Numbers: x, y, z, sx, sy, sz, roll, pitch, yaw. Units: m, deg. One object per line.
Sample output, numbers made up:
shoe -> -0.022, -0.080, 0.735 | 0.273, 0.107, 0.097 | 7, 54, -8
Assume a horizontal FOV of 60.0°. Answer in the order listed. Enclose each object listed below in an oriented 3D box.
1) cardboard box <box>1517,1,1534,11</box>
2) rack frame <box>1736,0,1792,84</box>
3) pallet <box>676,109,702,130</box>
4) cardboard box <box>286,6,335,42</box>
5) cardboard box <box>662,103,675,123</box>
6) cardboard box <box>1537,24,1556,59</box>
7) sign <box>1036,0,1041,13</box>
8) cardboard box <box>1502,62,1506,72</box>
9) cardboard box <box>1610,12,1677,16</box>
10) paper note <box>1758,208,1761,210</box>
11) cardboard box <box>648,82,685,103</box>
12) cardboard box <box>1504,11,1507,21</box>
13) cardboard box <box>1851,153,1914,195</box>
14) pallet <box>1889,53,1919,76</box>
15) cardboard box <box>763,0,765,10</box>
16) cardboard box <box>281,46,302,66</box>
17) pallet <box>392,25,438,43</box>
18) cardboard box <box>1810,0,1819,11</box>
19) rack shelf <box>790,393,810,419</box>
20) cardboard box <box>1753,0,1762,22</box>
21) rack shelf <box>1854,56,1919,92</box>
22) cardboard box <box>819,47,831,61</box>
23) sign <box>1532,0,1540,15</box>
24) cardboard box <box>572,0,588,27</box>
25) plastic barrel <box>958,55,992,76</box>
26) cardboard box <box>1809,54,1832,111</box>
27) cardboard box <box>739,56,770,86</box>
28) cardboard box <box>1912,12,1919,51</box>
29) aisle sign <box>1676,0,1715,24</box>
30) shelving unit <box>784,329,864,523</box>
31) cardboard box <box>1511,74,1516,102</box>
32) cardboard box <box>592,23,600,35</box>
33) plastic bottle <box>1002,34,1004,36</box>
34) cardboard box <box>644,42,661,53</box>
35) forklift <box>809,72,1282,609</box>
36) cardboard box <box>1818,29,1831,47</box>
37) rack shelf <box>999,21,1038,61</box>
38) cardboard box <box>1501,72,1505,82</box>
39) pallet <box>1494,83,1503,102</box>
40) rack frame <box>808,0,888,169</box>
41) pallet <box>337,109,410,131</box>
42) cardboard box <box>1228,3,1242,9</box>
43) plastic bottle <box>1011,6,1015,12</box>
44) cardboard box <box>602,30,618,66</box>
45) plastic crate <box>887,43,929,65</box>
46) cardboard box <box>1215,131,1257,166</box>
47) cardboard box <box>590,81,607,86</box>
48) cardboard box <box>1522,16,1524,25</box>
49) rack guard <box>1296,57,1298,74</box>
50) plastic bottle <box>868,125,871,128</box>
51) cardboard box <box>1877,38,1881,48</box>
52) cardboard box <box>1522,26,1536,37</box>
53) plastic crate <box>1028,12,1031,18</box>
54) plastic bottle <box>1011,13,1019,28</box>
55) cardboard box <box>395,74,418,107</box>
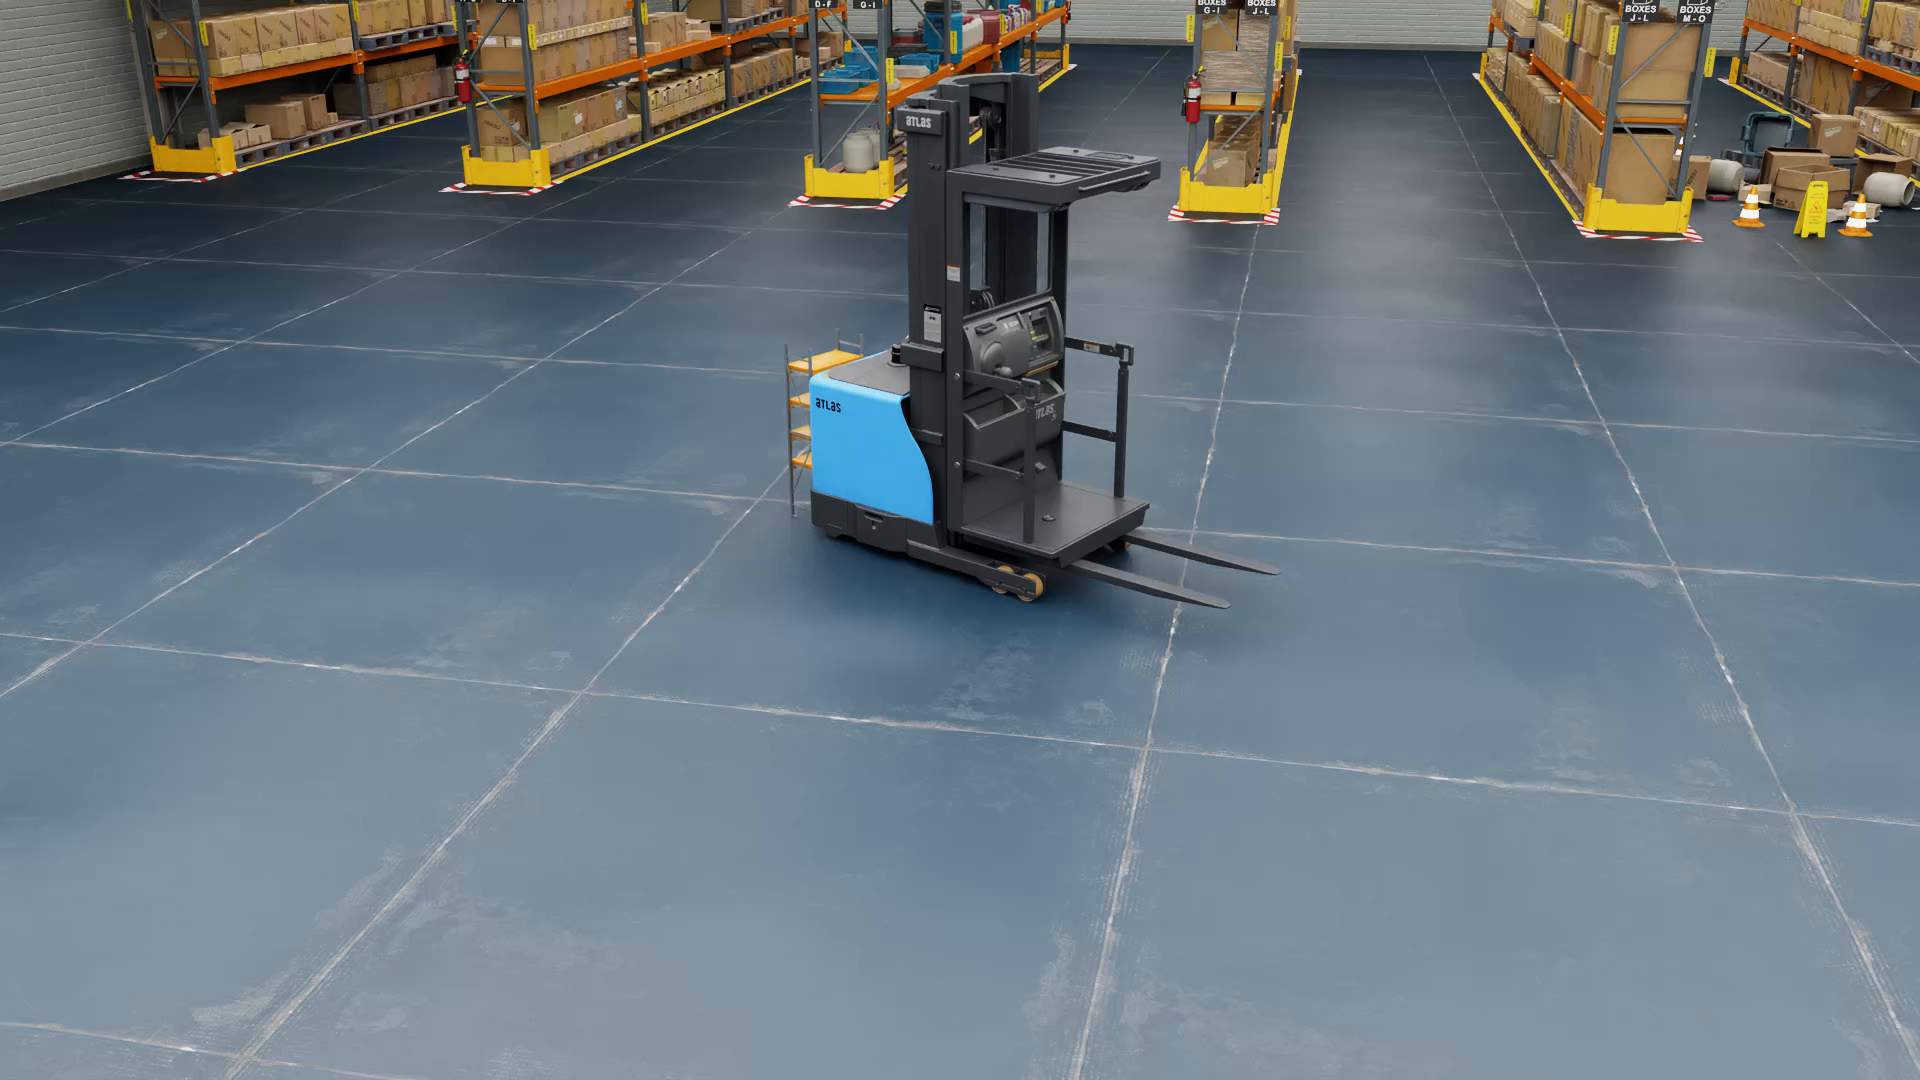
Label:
cardboard box -> 9.783, -9.170, 28.584 | 0.380, 0.149, 0.250 | 6, 23, 14
rack frame -> 16.365, -10.714, 33.441 | 1.000, 3.000, 0.127 | 4, 22, 11
pallet -> -5.124, -7.264, 28.607 | 1.003, 0.211, 1.213 | 4, 22, 11
cardboard box -> -10.223, -8.122, 26.174 | 0.500, 0.500, 0.500 | 4, 22, 11
cardboard box -> -5.052, -7.072, 27.517 | 0.500, 0.250, 0.500 | 5, 22, 12
cardboard box -> 9.409, -7.845, 26.184 | 0.500, 0.500, 0.500 | 4, 22, 10
sign -> 1.536, -10.470, 32.464 | 0.100, 0.325, 0.005 | 4, 22, 11
cardboard box -> 10.513, -8.986, 31.609 | 0.380, 0.149, 0.250 | 5, 22, 12
cardboard box -> 8.616, -6.309, 20.856 | 0.875, 0.550, 0.550 | 4, 22, 11
paper note -> 10.207, -4.254, 21.376 | 0.144, 0.017, 0.142 | 13, 25, 29
cardboard box -> -4.943, -7.521, 27.881 | 0.500, 0.311, 0.500 | 4, 22, 9
cardboard box -> 10.151, -9.561, 30.352 | 0.380, 0.149, 0.250 | 3, 22, 8
cardboard box -> 12.365, -4.879, 22.295 | 0.500, 0.500, 0.500 | -16, 27, -35
pallet -> 14.368, -6.972, 24.407 | 1.003, 0.211, 1.213 | 4, 22, 11
cardboard box -> -4.244, -10.592, 32.441 | 0.700, 0.500, 0.500 | 8, 23, 19
cardboard box -> -10.432, -7.406, 25.402 | 0.500, 0.250, 0.500 | 5, 22, 11
pallet -> -9.881, -8.860, 29.095 | 1.003, 0.211, 1.213 | 4, 22, 11
cardboard box -> 15.100, -9.434, 28.791 | 0.500, 0.500, 0.500 | 4, 22, 11
rack shelf -> -0.893, -0.908, 11.084 | 0.258, 0.148, 0.480 | 17, 28, 37
cardboard box -> 15.910, -10.420, 32.576 | 0.500, 0.500, 0.500 | 4, 22, 10
rack shelf -> 14.324, -6.723, 24.494 | 1.077, 0.370, 4.000 | 4, 22, 11
cardboard box -> -3.127, -10.592, 36.229 | 0.500, 0.250, 0.500 | 4, 22, 11
sign -> 9.332, -8.667, 26.914 | 0.100, 0.325, 0.005 | 4, 22, 11
cardboard box -> -5.874, -7.772, 24.266 | 0.700, 0.500, 0.500 | 4, 22, 11
plastic barrel -> 0.265, -8.290, 29.764 | 0.600, 0.830, 0.708 | 4, 22, 11
cardboard box -> 15.323, -7.896, 28.727 | 0.875, 0.875, 0.875 | 5, 22, 12
cardboard box -> -3.984, -9.056, 32.080 | 0.500, 0.500, 0.500 | 4, 22, 9
cardboard box -> 13.997, -7.261, 23.772 | 0.500, 0.500, 0.500 | 5, 23, 13
aisle sign -> 8.512, -6.360, 19.150 | 0.394, 0.787, 0.004 | 4, 22, 11
shelving unit -> -0.893, -0.763, 11.142 | 0.258, 1.200, 0.503 | 17, 28, 37
cardboard box -> 10.071, -7.990, 29.462 | 0.500, 0.500, 0.500 | 5, 22, 12
cardboard box -> -5.589, -7.604, 24.718 | 0.380, 0.149, 0.250 | 5, 22, 12
plastic bottle -> 0.753, -9.215, 29.876 | 0.061, 0.283, 0.133 | 4, 22, 11
cardboard box -> -5.102, -8.029, 27.111 | 0.380, 0.149, 0.250 | 4, 22, 11
forklift -> 0.497, -1.216, 9.949 | 3.031, 2.935, 1.130 | 16, 27, 35
cardboard box -> 14.865, -8.483, 28.102 | 0.500, 0.250, 0.500 | 4, 22, 10
rack shelf -> 0.590, -9.319, 30.940 | 1.077, 0.370, 4.000 | 4, 22, 11
cardboard box -> 10.435, -8.741, 31.399 | 0.380, 0.149, 0.250 | 5, 22, 12
pallet -> 10.784, -8.546, 31.791 | 1.003, 0.211, 1.213 | 4, 22, 11
rack frame -> -1.451, -5.995, 21.725 | 1.000, 3.000, 0.127 | 4, 22, 11
pallet -> -10.176, -7.205, 28.461 | 1.003, 0.211, 1.213 | 4, 22, 11
cardboard box -> 3.365, -6.669, 21.528 | 0.500, 0.500, 0.500 | 4, 22, 11
plastic bottle -> 0.990, -10.011, 31.762 | 0.144, 0.351, 0.185 | 4, 22, 11
cardboard box -> -5.668, -7.527, 25.395 | 0.700, 0.500, 0.500 | 4, 22, 10
plastic crate -> -0.866, -7.248, 24.917 | 0.767, 0.338, 0.504 | 4, 22, 11
cardboard box -> 3.777, -5.329, 22.854 | 0.500, 0.500, 0.500 | 7, 23, 16
cardboard box -> -5.884, -6.959, 26.231 | 0.500, 0.500, 0.500 | 4, 22, 11
cardboard box -> 9.573, -8.658, 27.712 | 0.380, 0.149, 0.250 | 5, 23, 13
rack guard -> 6.668, -10.319, 35.805 | 1.175, 0.500, 0.348 | 4, 22, 11
plastic bottle -> -1.331, -5.946, 24.558 | 0.144, 0.351, 0.185 | 4, 22, 10
cardboard box -> 14.393, -7.661, 25.634 | 0.380, 0.149, 0.250 | 3, 22, 8
cardboard box -> 9.516, -8.422, 27.525 | 0.380, 0.149, 0.250 | 5, 22, 12
plastic crate -> 1.233, -10.449, 33.055 | 0.396, 0.136, 0.243 | 4, 22, 11
plastic bottle -> 1.029, -9.790, 31.314 | 0.152, 0.276, 0.135 | 4, 22, 11
cardboard box -> -9.999, -7.905, 29.223 | 0.700, 0.500, 0.500 | 5, 22, 12
